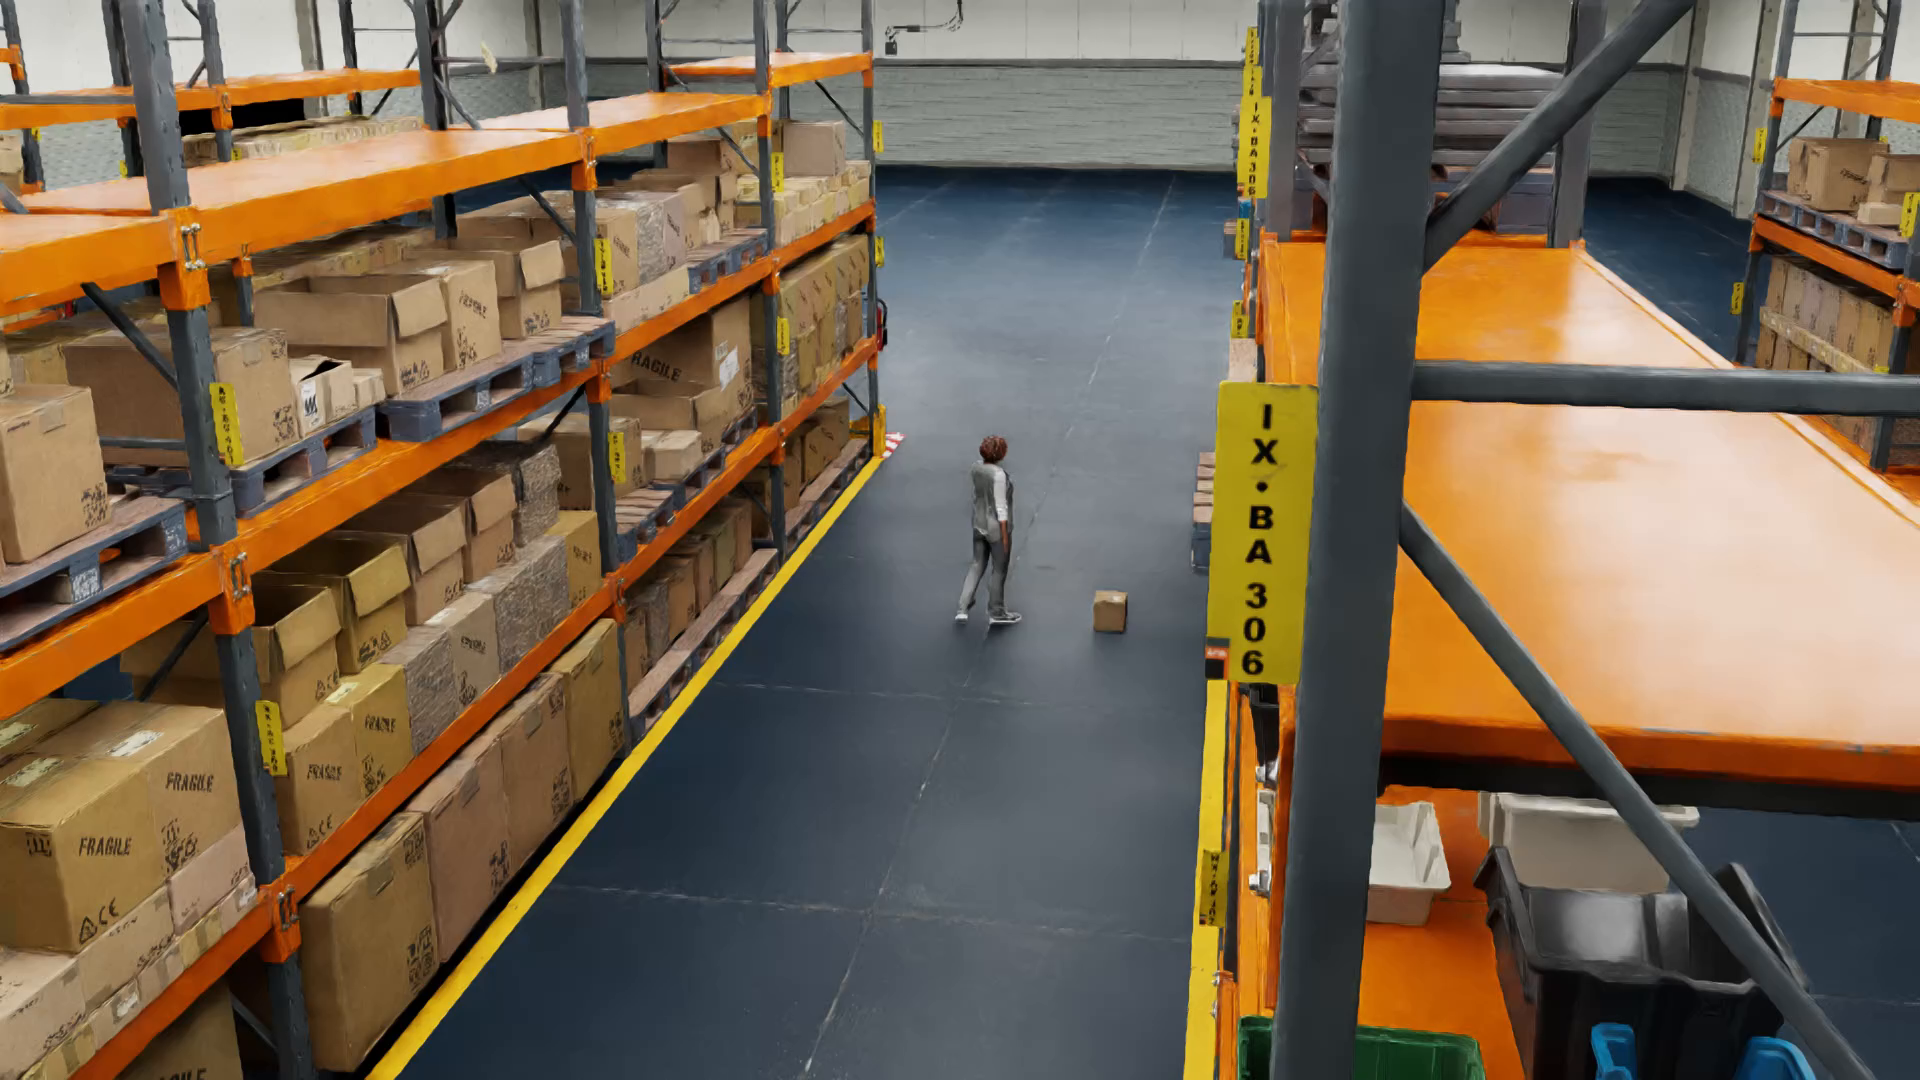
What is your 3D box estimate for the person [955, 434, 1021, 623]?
[{"bbox_3d":[0.229,-0.068,13.273,0.576,1.597,0.463,-14,23,-37],"label":"person"}]
